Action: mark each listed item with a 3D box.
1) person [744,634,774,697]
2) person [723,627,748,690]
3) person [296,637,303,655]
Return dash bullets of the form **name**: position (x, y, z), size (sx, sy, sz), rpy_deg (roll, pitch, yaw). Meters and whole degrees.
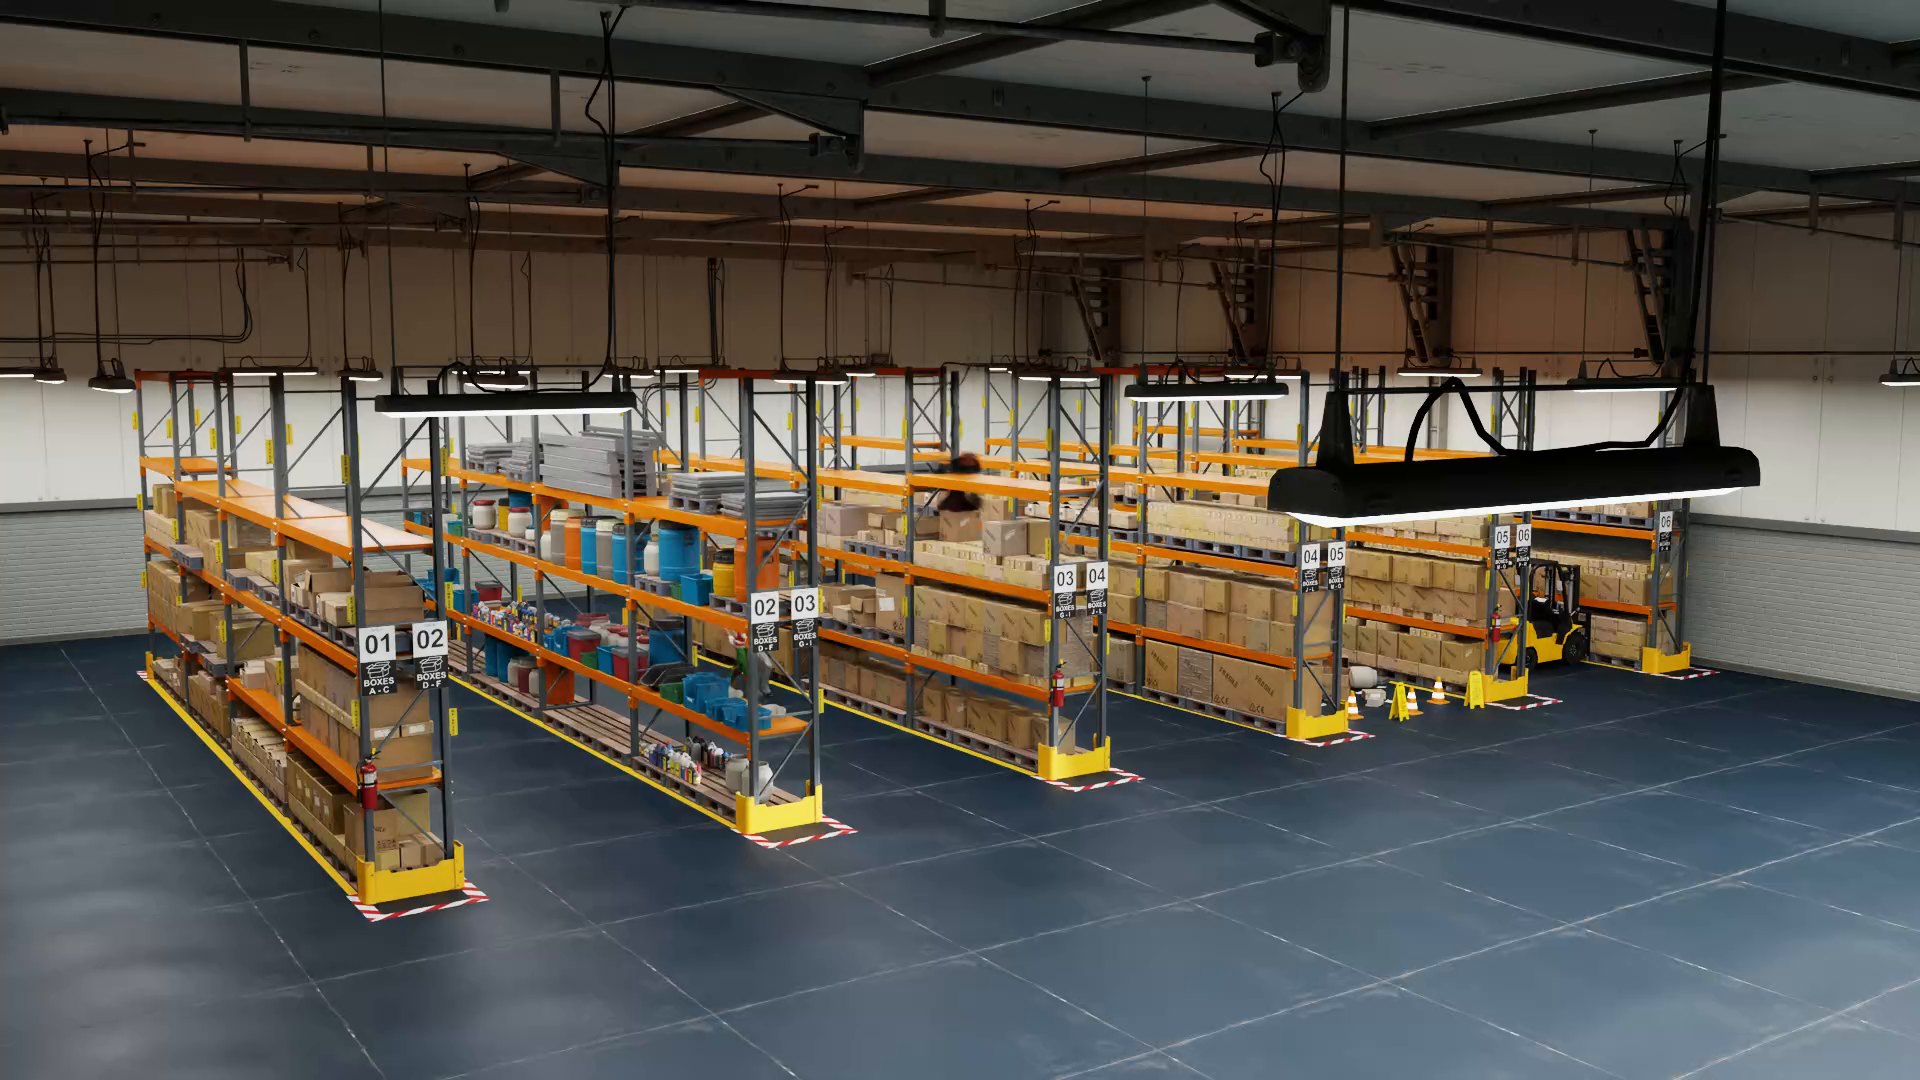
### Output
- **person**: position (-3.538, 2.050, 30.169), size (0.593, 1.657, 0.769), rpy_deg (-6, 9, -43)
- **person**: position (-3.965, 1.994, 30.647), size (0.621, 1.811, 1.088), rpy_deg (-6, 9, -41)
- **person**: position (-13.032, 1.777, 32.614), size (0.706, 1.777, 0.877), rpy_deg (-5, 8, -40)
